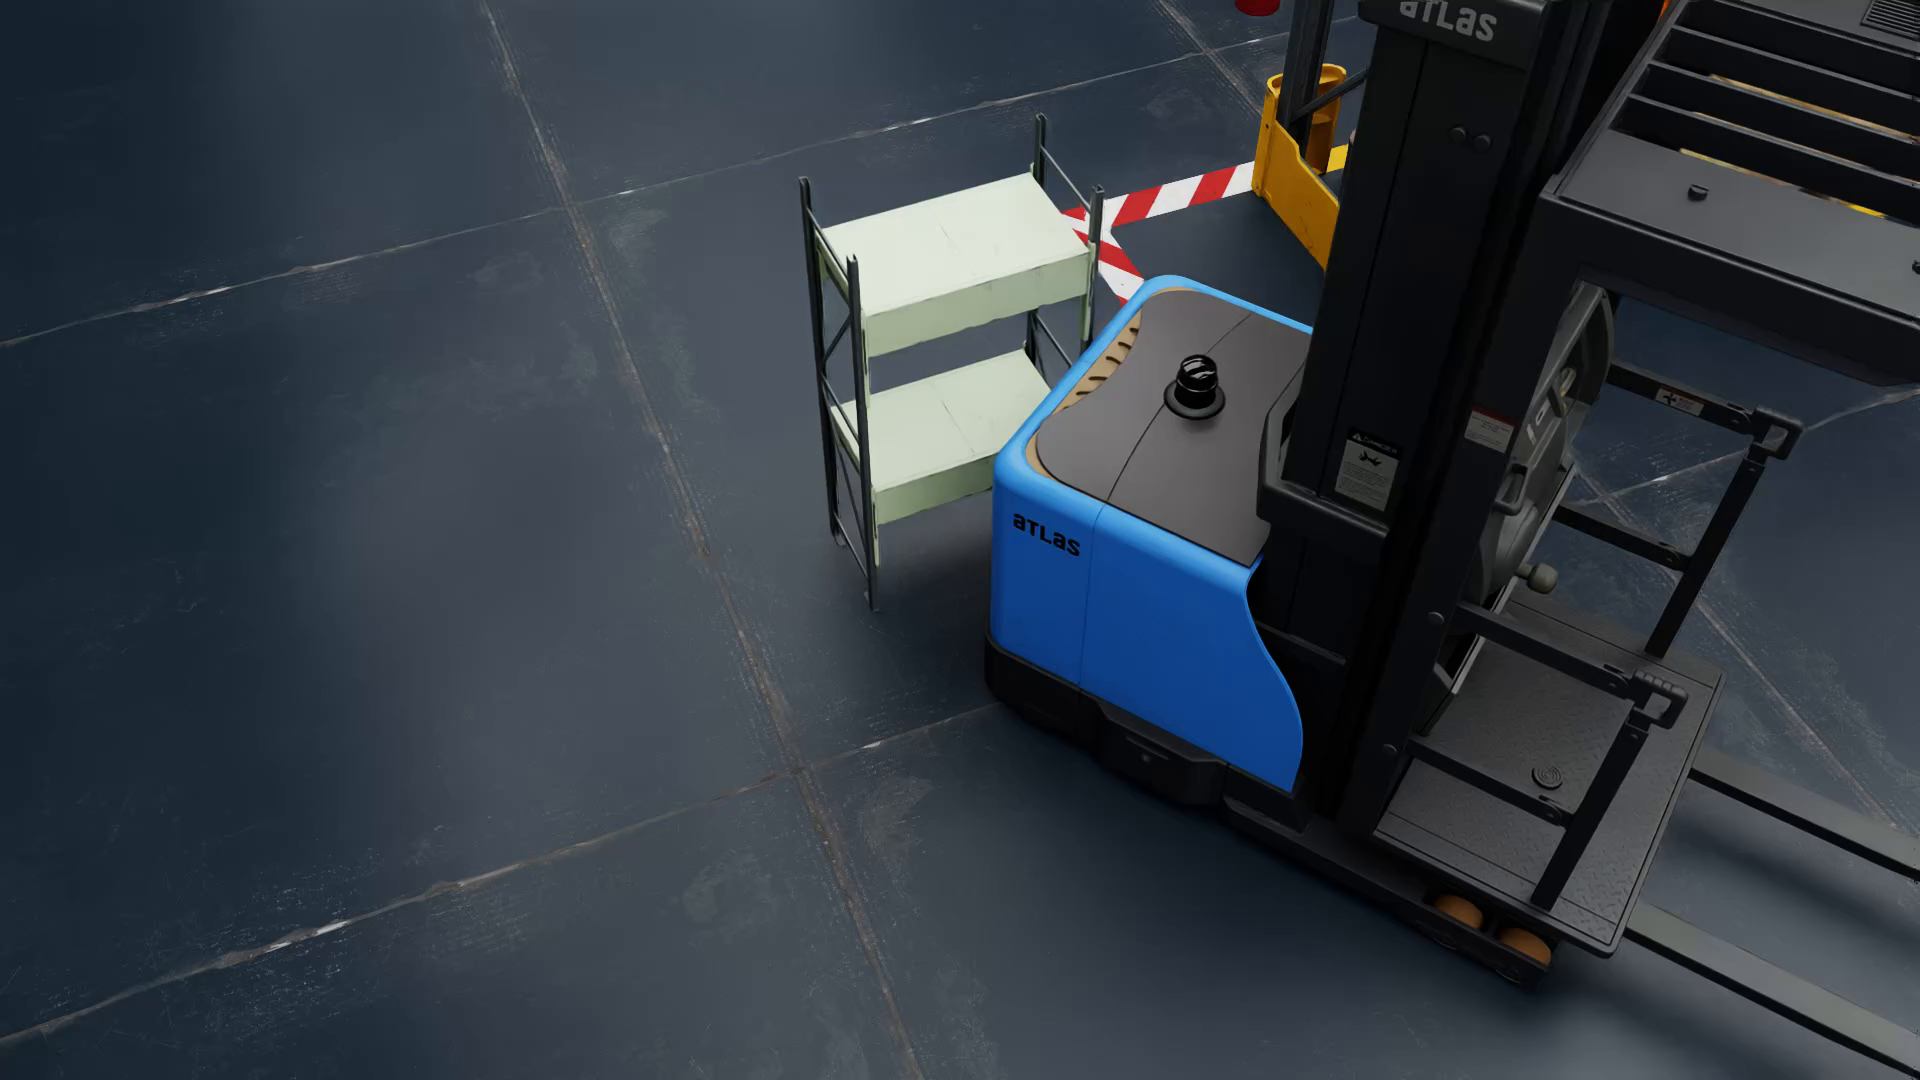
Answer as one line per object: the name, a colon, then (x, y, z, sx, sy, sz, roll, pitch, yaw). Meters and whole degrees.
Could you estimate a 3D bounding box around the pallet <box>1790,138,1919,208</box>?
pallet: (3.484, -1.789, 7.147, 1.213, 0.211, 1.003, -17, 52, -14)

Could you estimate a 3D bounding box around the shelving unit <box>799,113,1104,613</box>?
shelving unit: (-0.025, -0.500, 5.191, 0.755, 1.500, 0.431, -18, 52, -15)

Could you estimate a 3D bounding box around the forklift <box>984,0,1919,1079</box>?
forklift: (1.595, -0.176, 3.969, 3.031, 2.935, 1.130, 26, 54, 20)

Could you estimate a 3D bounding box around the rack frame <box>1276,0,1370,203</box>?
rack frame: (1.521, -2.120, 5.594, 0.127, 3.000, 1.000, -17, 52, -14)

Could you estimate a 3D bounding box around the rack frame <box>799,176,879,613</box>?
rack frame: (-0.360, -0.388, 5.095, 0.023, 1.500, 0.400, -18, 52, -15)

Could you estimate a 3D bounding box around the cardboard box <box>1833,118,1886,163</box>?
cardboard box: (3.554, -1.707, 6.841, 0.250, 0.149, 0.380, -17, 52, -14)

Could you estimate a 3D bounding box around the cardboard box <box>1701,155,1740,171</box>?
cardboard box: (2.850, -1.564, 6.522, 0.250, 0.149, 0.380, -16, 51, -13)

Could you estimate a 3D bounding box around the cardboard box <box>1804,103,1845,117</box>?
cardboard box: (3.345, -1.825, 6.550, 0.250, 0.149, 0.380, -16, 51, -14)

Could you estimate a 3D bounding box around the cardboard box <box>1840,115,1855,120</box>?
cardboard box: (3.549, -1.884, 6.797, 0.250, 0.149, 0.380, -15, 51, -13)

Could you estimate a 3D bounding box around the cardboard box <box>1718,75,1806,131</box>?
cardboard box: (3.084, -1.782, 6.513, 0.250, 0.149, 0.380, -15, 51, -13)

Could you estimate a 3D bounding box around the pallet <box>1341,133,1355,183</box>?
pallet: (2.357, -1.442, 6.849, 1.213, 0.211, 1.003, -17, 52, -14)

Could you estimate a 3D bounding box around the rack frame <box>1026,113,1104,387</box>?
rack frame: (0.310, -0.612, 5.287, 0.023, 1.500, 0.400, -18, 52, -15)

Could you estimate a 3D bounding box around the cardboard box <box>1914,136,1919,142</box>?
cardboard box: (4.032, -1.827, 6.944, 0.250, 0.149, 0.380, -17, 52, -14)

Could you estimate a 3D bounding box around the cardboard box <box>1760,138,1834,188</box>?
cardboard box: (3.307, -1.609, 6.757, 0.250, 0.149, 0.380, -20, 52, -16)

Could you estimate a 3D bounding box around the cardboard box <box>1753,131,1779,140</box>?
cardboard box: (3.059, -1.707, 6.645, 0.250, 0.149, 0.380, -19, 52, -16)

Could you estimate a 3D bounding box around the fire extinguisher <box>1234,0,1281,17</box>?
fire extinguisher: (1.113, -2.225, 5.981, 0.183, 0.674, 0.296, -17, 52, -14)

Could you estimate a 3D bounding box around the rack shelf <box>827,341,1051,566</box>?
rack shelf: (-0.025, -0.288, 5.438, 0.720, 0.370, 0.431, -18, 52, -15)

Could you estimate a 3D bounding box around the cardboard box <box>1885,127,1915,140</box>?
cardboard box: (3.765, -1.799, 6.920, 0.250, 0.149, 0.380, -16, 51, -14)

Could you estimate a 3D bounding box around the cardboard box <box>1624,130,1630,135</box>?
cardboard box: (2.344, -1.597, 6.355, 0.250, 0.149, 0.380, -16, 51, -14)

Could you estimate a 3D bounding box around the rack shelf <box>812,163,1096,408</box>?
rack shelf: (-0.025, -0.754, 4.895, 0.720, 0.370, 0.431, -18, 52, -15)

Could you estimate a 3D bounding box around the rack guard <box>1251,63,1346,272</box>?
rack guard: (1.591, -1.328, 6.561, 0.348, 0.500, 1.175, -17, 52, -14)

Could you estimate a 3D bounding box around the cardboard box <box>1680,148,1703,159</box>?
cardboard box: (2.626, -1.580, 6.340, 0.250, 0.149, 0.380, -17, 52, -14)

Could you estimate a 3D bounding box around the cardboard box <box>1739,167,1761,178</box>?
cardboard box: (3.044, -1.599, 6.748, 0.250, 0.149, 0.380, -17, 51, -14)

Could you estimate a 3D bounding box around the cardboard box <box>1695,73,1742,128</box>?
cardboard box: (2.824, -1.709, 6.451, 0.250, 0.149, 0.380, -20, 52, -16)

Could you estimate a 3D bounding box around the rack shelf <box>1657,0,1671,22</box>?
rack shelf: (3.372, -2.460, 6.359, 4.000, 0.370, 1.077, -17, 52, -14)
